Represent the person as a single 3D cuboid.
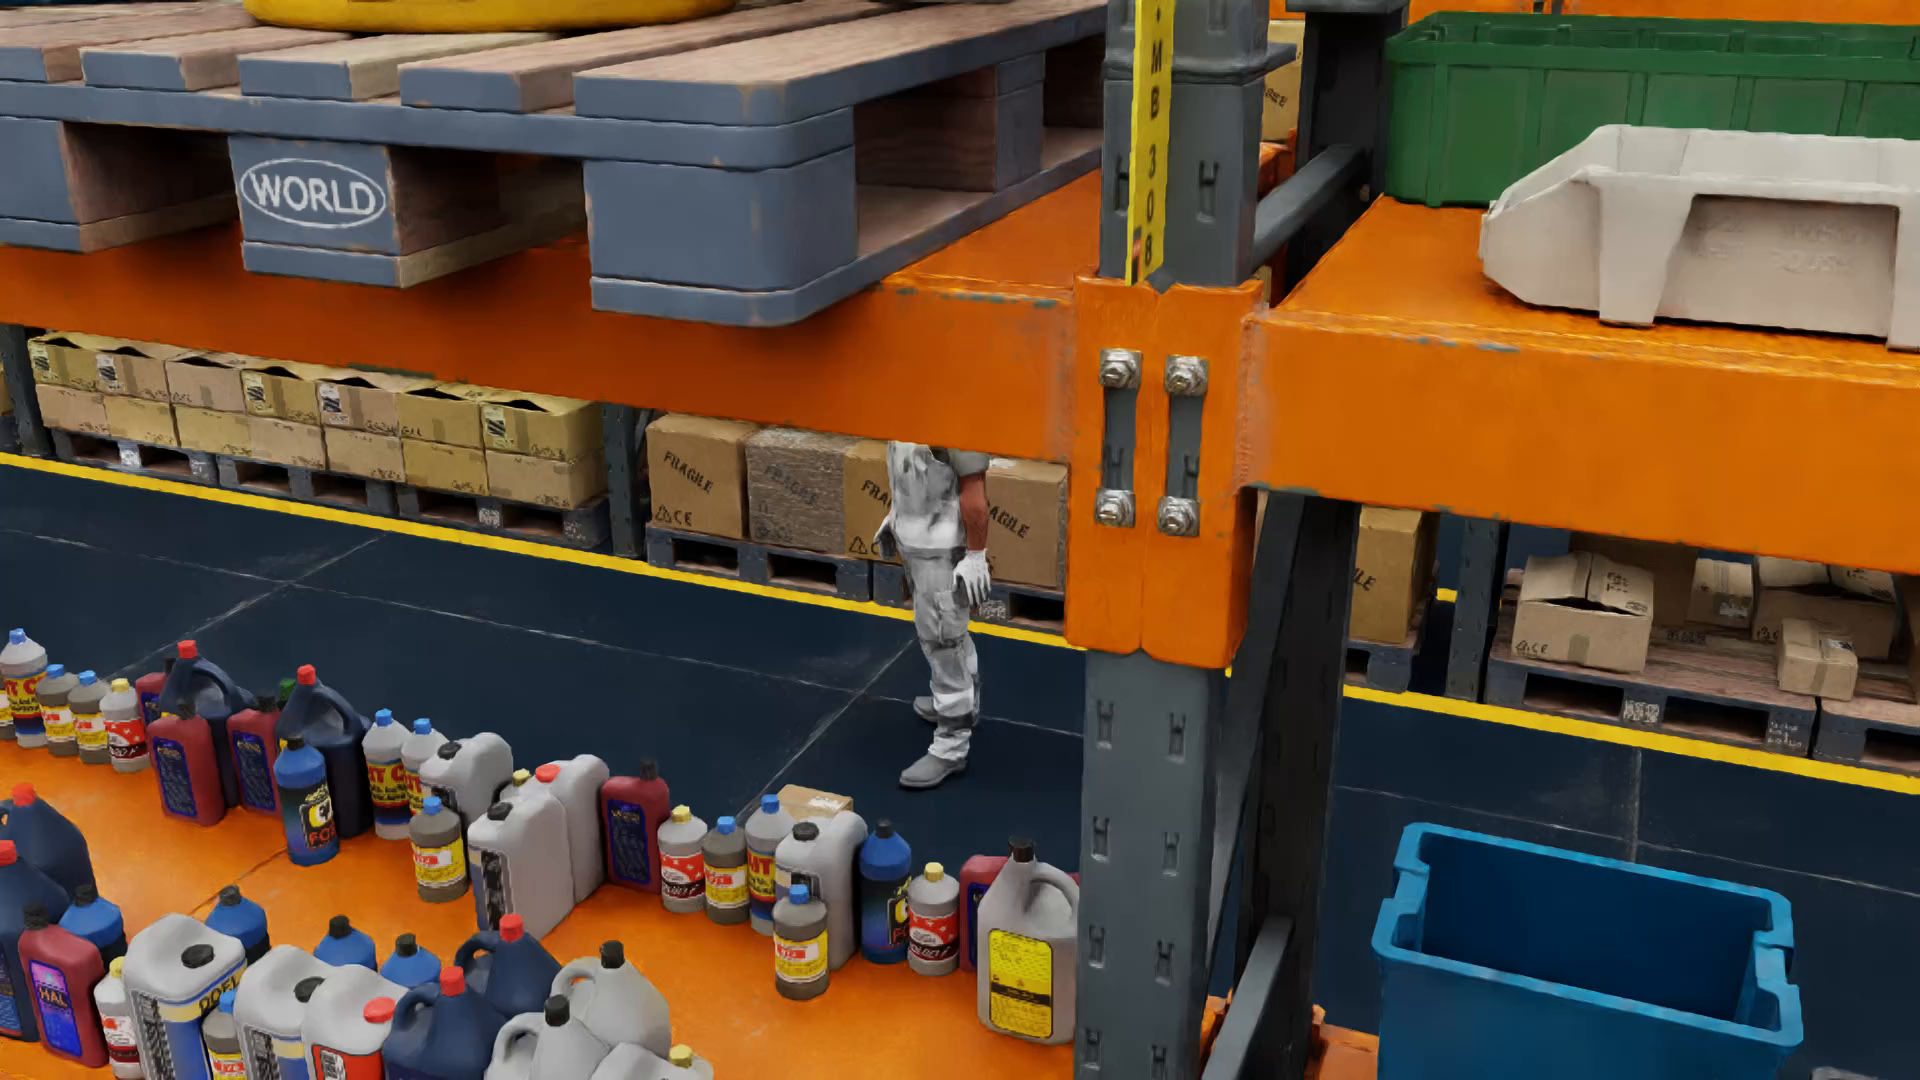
[{"bbox_3d":[-0.093,-0.022,6.081,0.428,1.791,0.662,-7,23,-17],"label":"person"}]
